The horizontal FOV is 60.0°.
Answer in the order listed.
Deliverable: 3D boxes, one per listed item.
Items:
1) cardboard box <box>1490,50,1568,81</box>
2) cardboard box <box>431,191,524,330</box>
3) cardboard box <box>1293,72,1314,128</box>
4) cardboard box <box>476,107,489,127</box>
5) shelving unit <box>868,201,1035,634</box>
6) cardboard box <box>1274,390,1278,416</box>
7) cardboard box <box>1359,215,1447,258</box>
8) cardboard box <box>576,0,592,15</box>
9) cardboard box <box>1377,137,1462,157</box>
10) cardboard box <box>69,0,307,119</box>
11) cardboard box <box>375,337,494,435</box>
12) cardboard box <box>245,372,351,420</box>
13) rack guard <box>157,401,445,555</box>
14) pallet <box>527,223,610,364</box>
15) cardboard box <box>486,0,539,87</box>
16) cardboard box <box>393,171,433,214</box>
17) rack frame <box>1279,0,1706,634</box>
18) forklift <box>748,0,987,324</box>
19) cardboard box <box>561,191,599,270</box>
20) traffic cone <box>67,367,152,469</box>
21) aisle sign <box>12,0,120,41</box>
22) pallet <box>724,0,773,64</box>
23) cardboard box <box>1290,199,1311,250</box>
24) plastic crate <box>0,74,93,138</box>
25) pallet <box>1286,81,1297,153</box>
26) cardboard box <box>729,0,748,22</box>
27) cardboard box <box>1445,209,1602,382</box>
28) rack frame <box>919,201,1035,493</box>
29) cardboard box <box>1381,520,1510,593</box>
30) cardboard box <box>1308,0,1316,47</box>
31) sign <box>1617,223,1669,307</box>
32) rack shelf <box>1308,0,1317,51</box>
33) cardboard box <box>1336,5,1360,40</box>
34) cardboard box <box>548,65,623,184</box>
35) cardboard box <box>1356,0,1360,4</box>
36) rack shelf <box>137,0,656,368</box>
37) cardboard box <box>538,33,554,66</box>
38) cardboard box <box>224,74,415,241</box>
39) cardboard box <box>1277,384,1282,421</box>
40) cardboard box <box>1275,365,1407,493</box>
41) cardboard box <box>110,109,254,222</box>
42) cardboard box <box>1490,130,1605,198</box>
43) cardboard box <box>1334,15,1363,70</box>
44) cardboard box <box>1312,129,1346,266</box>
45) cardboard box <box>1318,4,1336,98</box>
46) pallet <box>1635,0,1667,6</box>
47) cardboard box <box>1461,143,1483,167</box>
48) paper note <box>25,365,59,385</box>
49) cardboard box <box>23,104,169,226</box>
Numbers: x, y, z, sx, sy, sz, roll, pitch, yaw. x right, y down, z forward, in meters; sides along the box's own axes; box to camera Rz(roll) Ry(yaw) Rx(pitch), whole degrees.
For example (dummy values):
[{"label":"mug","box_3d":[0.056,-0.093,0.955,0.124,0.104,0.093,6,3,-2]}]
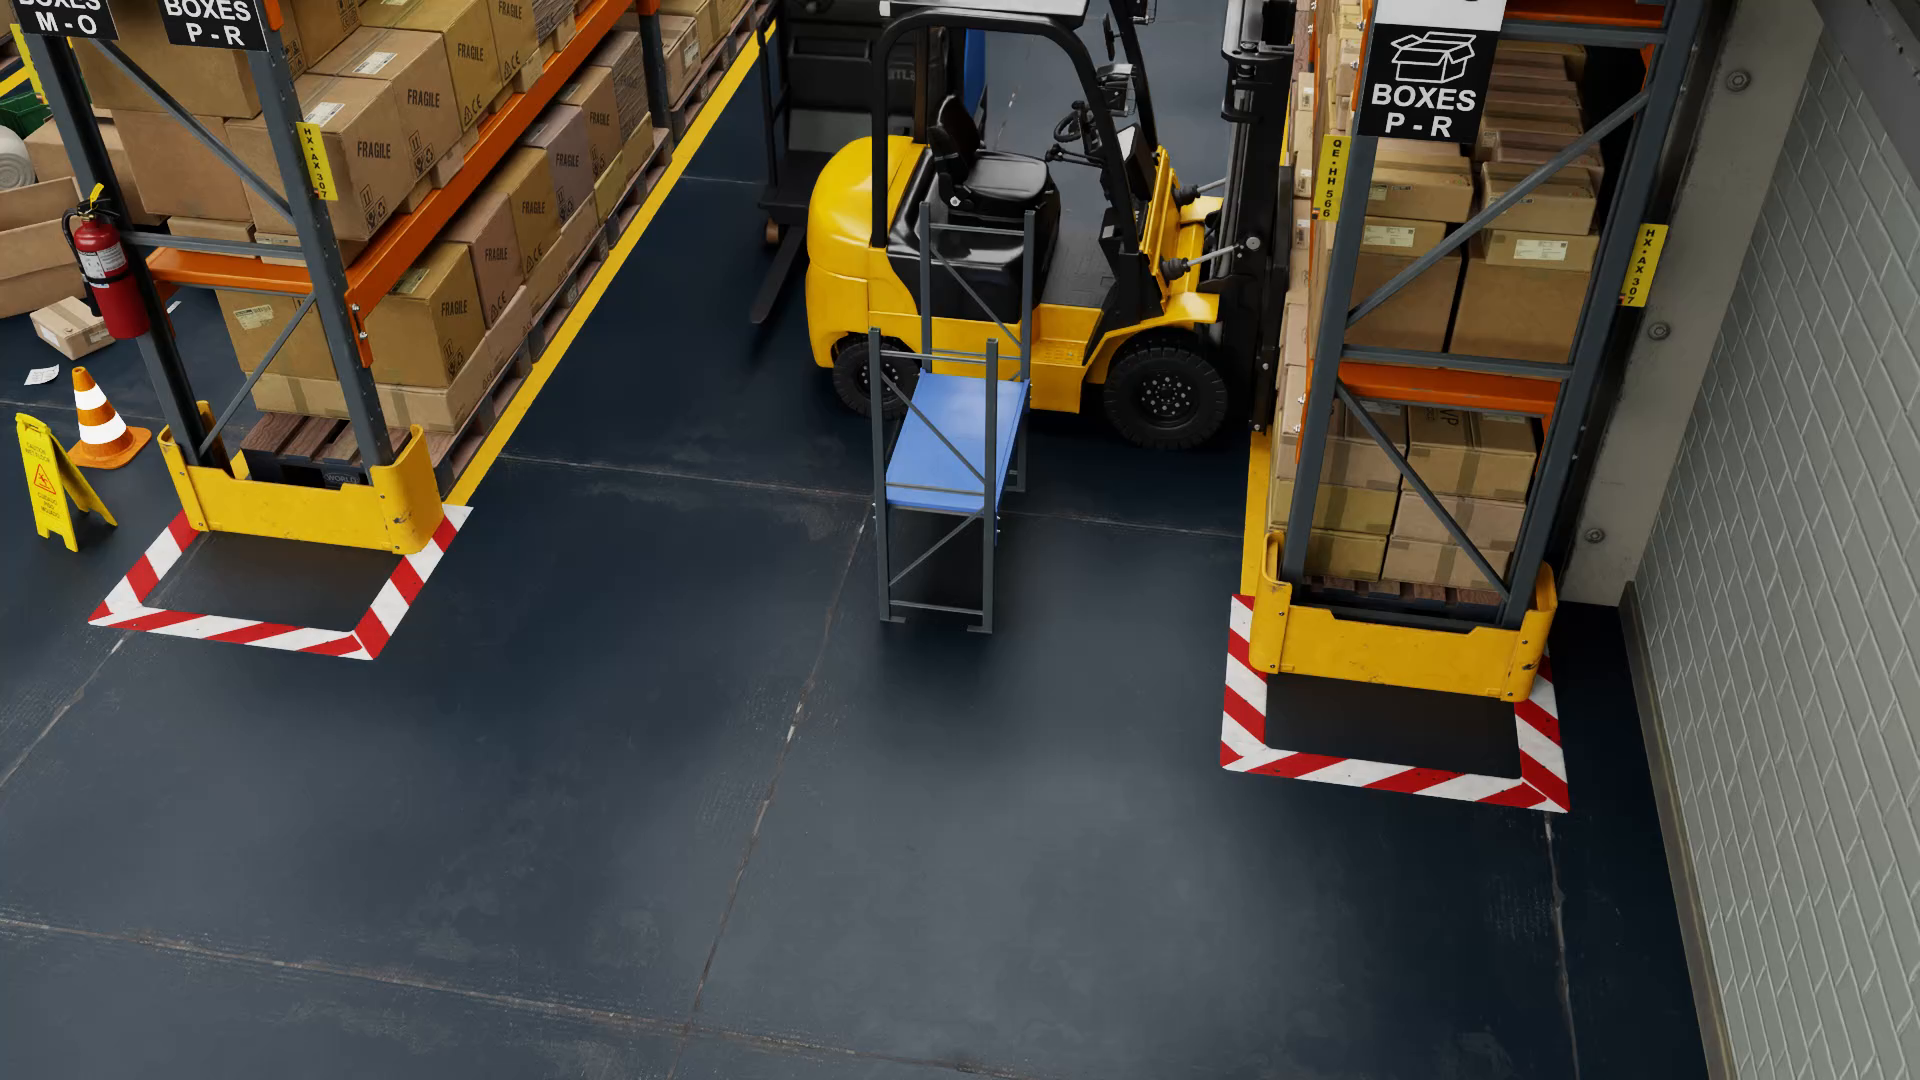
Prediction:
[{"label":"cardboard box","box_3d":[2.294,-1.901,6.874,0.380,0.149,0.250,8,40,9]},{"label":"cardboard box","box_3d":[-2.551,-1.416,8.349,0.500,0.500,0.500,5,40,6]},{"label":"cardboard box","box_3d":[2.137,-2.390,9.330,0.500,0.250,0.500,6,40,7]},{"label":"cardboard box","box_3d":[-2.547,-2.110,8.145,0.380,0.149,0.250,8,40,9]},{"label":"shelving unit","box_3d":[-0.015,-0.524,7.207,0.538,1.500,1.048,6,40,8]},{"label":"cardboard box","box_3d":[1.798,-0.717,8.091,0.500,0.250,0.500,7,40,8]},{"label":"cardboard box","box_3d":[1.621,-1.198,6.257,0.380,0.149,0.250,7,40,8]},{"label":"cardboard box","box_3d":[-2.274,-3.072,9.308,0.380,0.149,0.250,7,40,8]},{"label":"cardboard box","box_3d":[1.704,-1.470,6.353,0.380,0.149,0.250,6,40,8]},{"label":"cardboard box","box_3d":[-3.179,-2.089,6.826,0.700,0.500,0.500,5,40,7]},{"label":"cardboard box","box_3d":[-2.640,-0.784,8.172,0.500,0.250,0.500,6,40,7]},{"label":"cardboard box","box_3d":[-3.173,-0.860,8.264,0.500,0.250,0.500,6,40,7]},{"label":"rack guard","box_3d":[-3.039,-0.290,7.709,1.175,0.500,0.348,6,40,8]},{"label":"pallet","box_3d":[-2.650,-1.448,9.336,1.003,0.211,1.213,6,40,8]},{"label":"cardboard box","box_3d":[-2.444,-2.591,8.218,0.500,0.500,0.500,6,40,7]},{"label":"cardboard box","box_3d":[-2.634,-1.617,7.549,0.380,0.149,0.250,5,40,6]},{"label":"rack frame","box_3d":[1.837,-0.661,6.195,1.000,3.000,0.127,6,40,8]},{"label":"forklift","box_3d":[-0.555,-3.031,9.115,1.130,2.935,3.031,6,40,7]},{"label":"cardboard box","box_3d":[-2.372,-1.764,9.357,0.500,0.250,0.500,7,40,8]},{"label":"traffic cone","box_3d":[-4.248,-0.640,8.161,0.336,0.463,0.334,6,40,8]},{"label":"aisle sign","box_3d":[-3.349,-2.201,6.018,0.394,0.787,0.004,6,40,8]},{"label":"pallet","box_3d":[-2.018,-3.898,12.299,1.003,0.211,1.213,6,40,8]},{"label":"cardboard box","box_3d":[1.865,-1.428,8.166,0.500,0.250,0.500,6,40,7]},{"label":"plastic crate","box_3d":[-5.993,-2.883,11.045,0.450,0.188,0.662,20,43,37]},{"label":"pallet","box_3d":[2.618,-2.563,10.684,1.003,0.211,1.213,6,40,8]},{"label":"cardboard box","box_3d":[-2.032,-4.083,12.067,0.950,0.372,0.625,8,40,9]},{"label":"cardboard box","box_3d":[2.196,-0.980,6.502,0.500,0.500,0.500,8,40,9]},{"label":"rack frame","box_3d":[0.073,-0.844,7.593,0.500,1.500,0.032,6,40,8]},{"label":"cardboard box","box_3d":[2.115,-0.050,7.284,0.500,0.250,0.500,7,40,8]},{"label":"cardboard box","box_3d":[2.879,-3.705,11.411,0.875,0.625,0.625,5,40,6]},{"label":"sign","box_3d":[2.383,-0.960,5.816,0.100,0.325,0.005,6,40,8]},{"label":"rack shelf","box_3d":[2.876,-4.149,10.979,1.077,0.370,4.000,6,40,8]},{"label":"cardboard box","box_3d":[1.928,-2.320,7.615,0.380,0.149,0.250,6,40,7]},{"label":"cardboard box","box_3d":[-2.284,-2.387,9.523,0.500,0.500,0.500,7,40,8]},{"label":"cardboard box","box_3d":[2.037,-2.590,7.707,0.380,0.149,0.250,6,40,7]},{"label":"rack shelf","box_3d":[-2.706,-2.184,8.602,1.077,0.370,4.000,6,40,8]},{"label":"cardboard box","box_3d":[-2.362,-2.589,8.724,0.380,0.149,0.250,6,40,7]},{"label":"cardboard box","box_3d":[-2.697,-1.626,7.050,0.500,0.500,0.500,6,40,7]},{"label":"cardboard box","box_3d":[1.711,-0.609,7.569,0.500,0.250,0.500,6,40,7]},{"label":"cardboard box","box_3d":[1.610,-0.472,7.010,0.500,0.250,0.500,8,40,9]},{"label":"cardboard box","box_3d":[-3.230,-1.730,7.176,0.500,0.500,0.500,6,40,7]},{"label":"cardboard box","box_3d":[2.213,-1.411,6.282,0.380,0.149,0.250,8,40,9]},{"label":"cardboard box","box_3d":[1.814,-2.124,7.144,0.380,0.149,0.250,7,40,9]},{"label":"cardboard box","box_3d":[1.763,-1.362,6.965,0.500,0.500,0.500,8,40,9]},{"label":"cardboard box","box_3d":[2.035,-2.313,8.116,0.500,0.500,0.500,6,40,7]},{"label":"pallet","box_3d":[1.985,-2.224,5.801,1.003,0.211,1.213,6,40,8]},{"label":"cardboard box","box_3d":[2.182,-1.454,6.567,0.380,0.149,0.250,6,40,7]},{"label":"paper note","box_3d":[-4.849,-0.874,8.783,0.148,0.019,0.142,-6,40,-8]},{"label":"cardboard box","box_3d":[-5.088,-2.265,9.989,0.797,0.637,0.503,6,40,8]}]
